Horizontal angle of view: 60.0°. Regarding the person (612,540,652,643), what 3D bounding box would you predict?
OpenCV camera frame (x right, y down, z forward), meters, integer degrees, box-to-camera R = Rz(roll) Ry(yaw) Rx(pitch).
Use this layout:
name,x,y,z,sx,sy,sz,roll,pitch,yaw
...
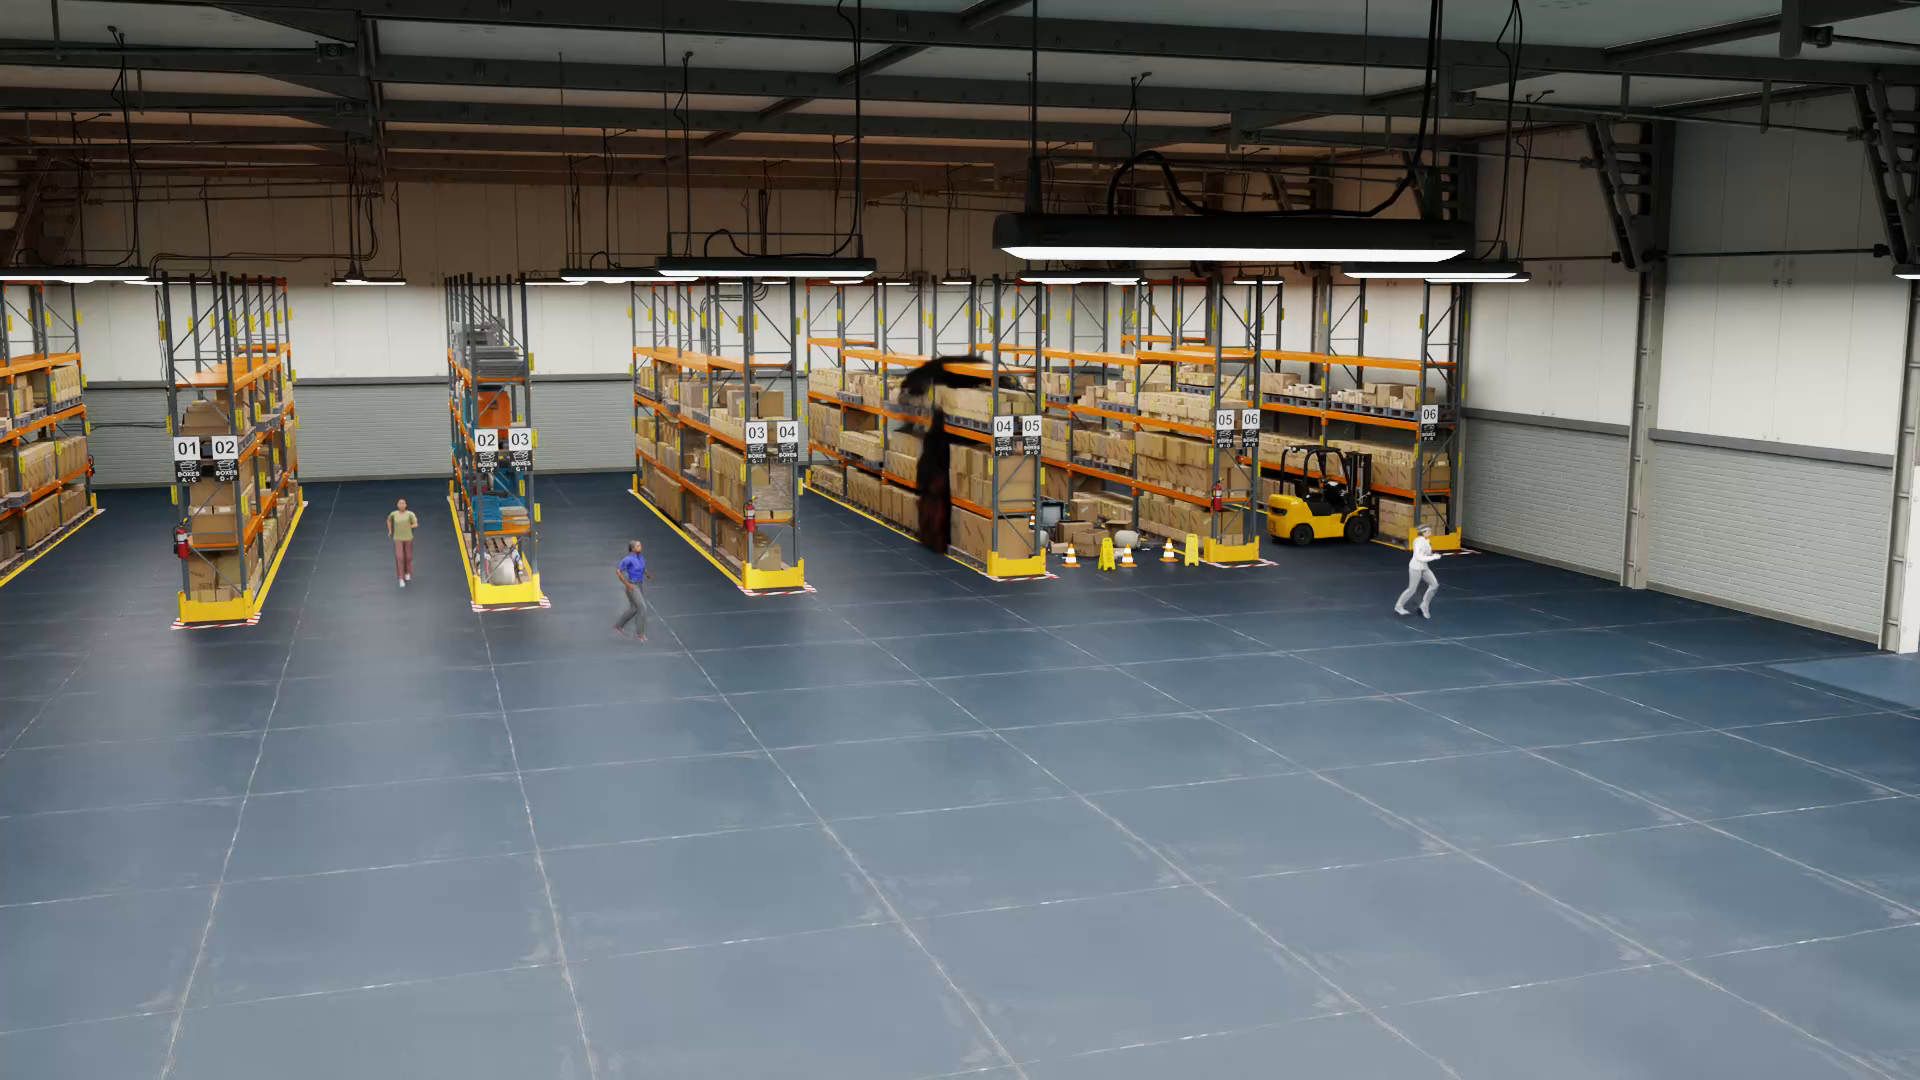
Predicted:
name,x,y,z,sx,sy,sz,roll,pitch,yaw
person,-5.374,0.836,27.197,0.728,1.717,0.606,2,9,16

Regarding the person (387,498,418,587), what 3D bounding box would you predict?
name,x,y,z,sx,sy,sz,roll,pitch,yaw
person,-10.801,0.012,32.282,0.564,1.682,0.907,-3,9,-20

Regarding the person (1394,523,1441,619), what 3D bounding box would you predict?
name,x,y,z,sx,sy,sz,roll,pitch,yaw
person,8.000,0.529,29.023,0.803,1.697,0.639,6,10,33
